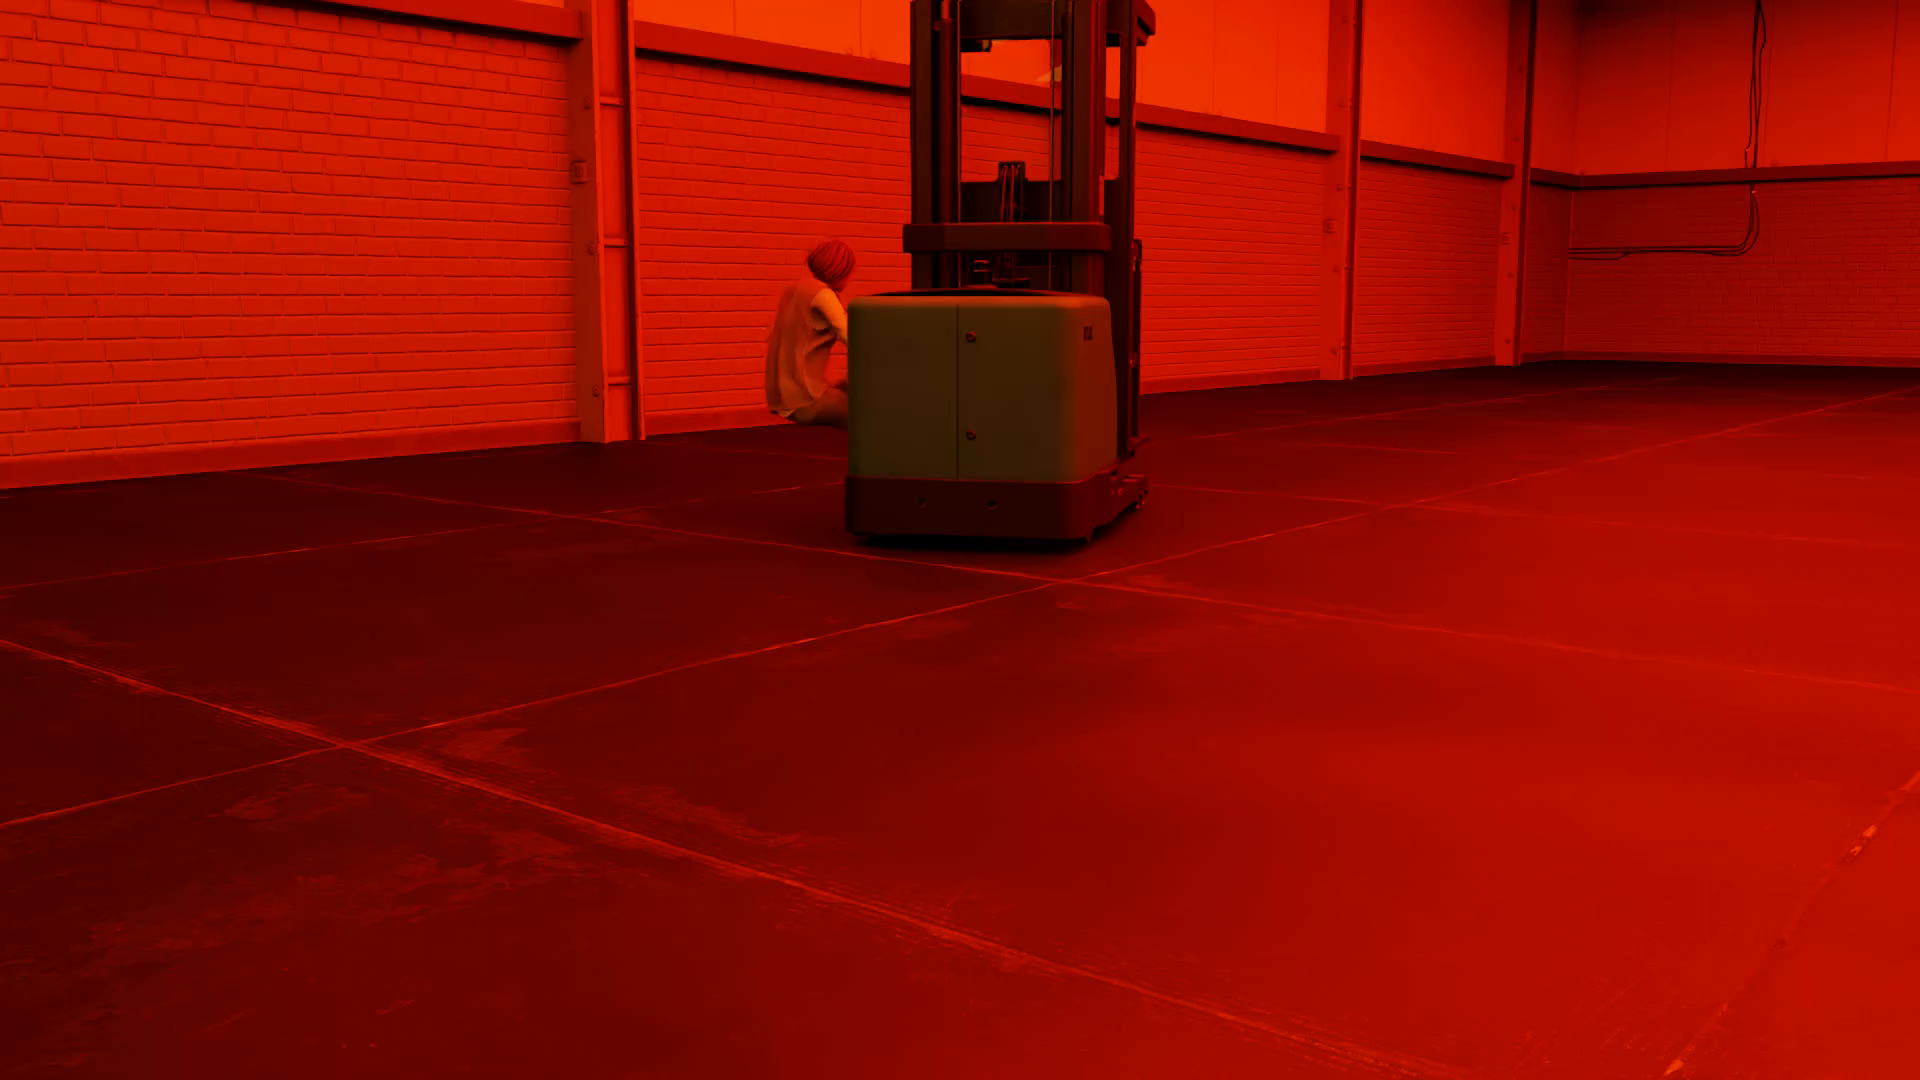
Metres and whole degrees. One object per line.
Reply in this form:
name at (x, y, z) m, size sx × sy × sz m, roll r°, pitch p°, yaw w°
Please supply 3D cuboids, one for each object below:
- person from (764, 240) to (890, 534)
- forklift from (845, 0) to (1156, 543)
person at (-0.499, -0.695, 7.766) m, size 0.805 × 1.377 × 0.667 m, roll -5°, pitch 10°, yaw -29°
forklift at (0.359, -1.609, 8.274) m, size 1.130 × 2.935 × 3.031 m, roll 2°, pitch 9°, yaw 14°
